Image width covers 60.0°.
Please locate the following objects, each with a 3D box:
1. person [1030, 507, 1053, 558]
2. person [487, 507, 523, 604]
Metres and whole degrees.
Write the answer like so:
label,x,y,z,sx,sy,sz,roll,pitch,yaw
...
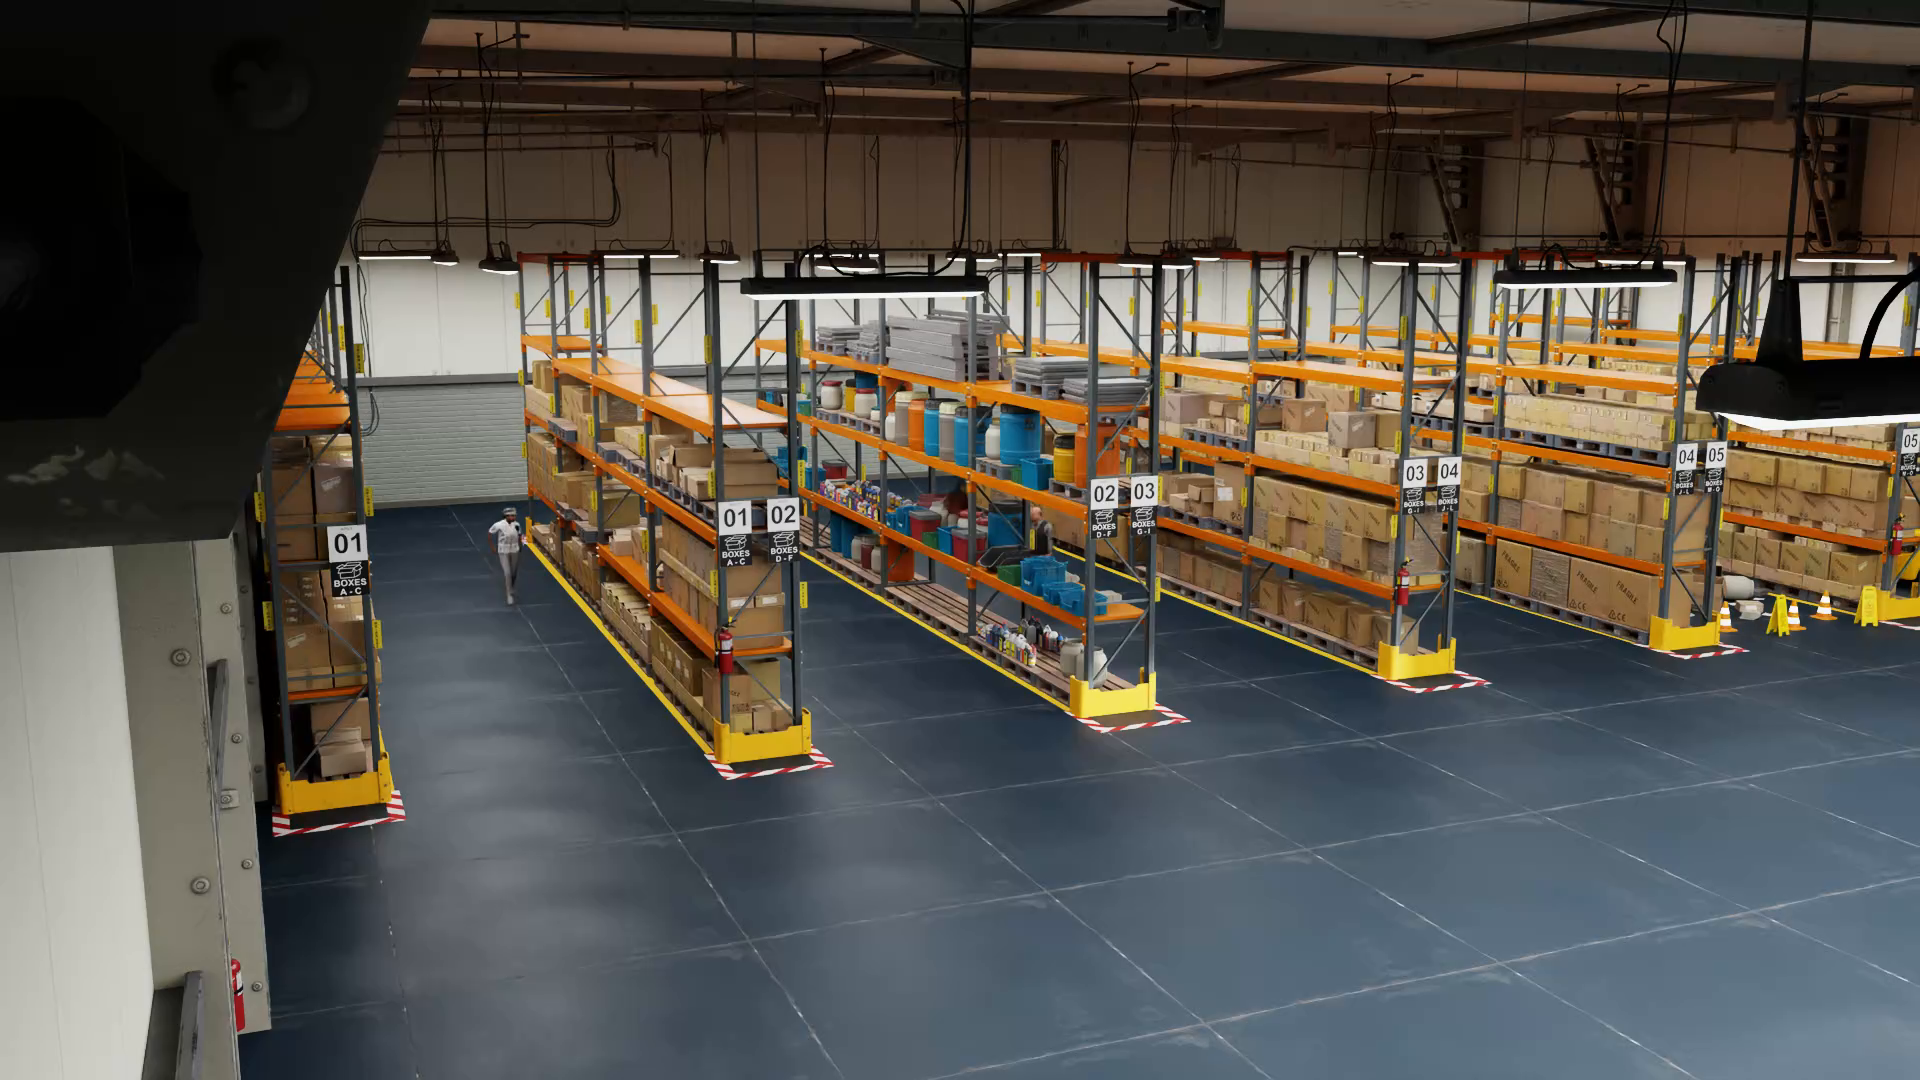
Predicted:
label,x,y,z,sx,sy,sz,roll,pitch,yaw
person,1.345,0.301,28.832,0.536,1.783,0.408,1,10,8
person,-7.924,0.226,29.050,0.620,1.632,1.028,-4,11,-21
